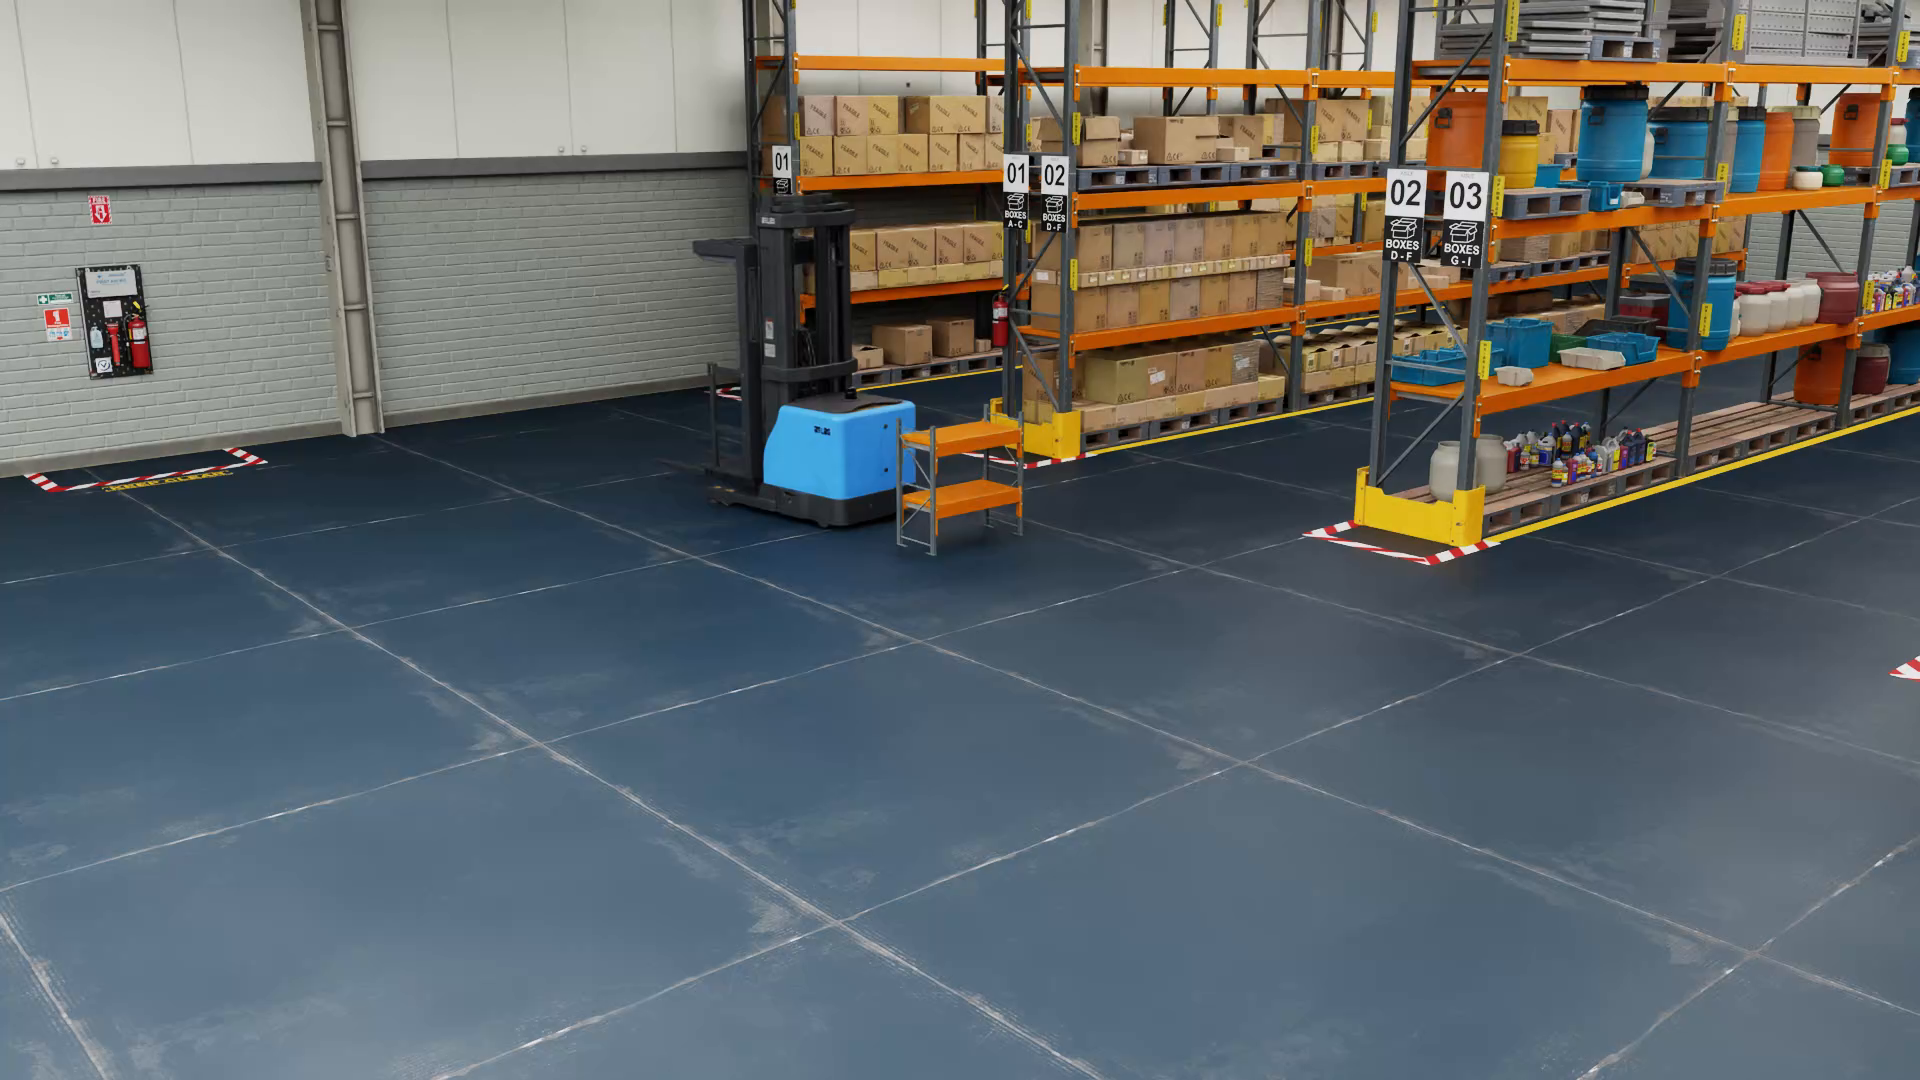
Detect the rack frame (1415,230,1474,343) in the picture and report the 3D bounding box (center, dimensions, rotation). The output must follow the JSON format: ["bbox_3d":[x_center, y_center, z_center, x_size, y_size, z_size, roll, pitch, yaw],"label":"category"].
[{"bbox_3d":[6.882,-3.822,23.248,0.127,3.000,1.000,-13,19,-39],"label":"rack frame"}]

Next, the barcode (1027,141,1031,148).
[{"bbox_3d":[0.758,-4.342,18.255,0.075,0.075,0.001,-13,19,-39],"label":"barcode"}]

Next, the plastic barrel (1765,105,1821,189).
[{"bbox_3d":[9.369,-4.452,18.821,0.600,0.901,0.600,0,15,0],"label":"plastic barrel"}]

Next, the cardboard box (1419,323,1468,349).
[{"bbox_3d":[6.649,-2.831,22.964,0.500,0.311,0.500,-12,19,-38],"label":"cardboard box"}]

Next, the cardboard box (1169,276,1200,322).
[{"bbox_3d":[2.374,-2.855,19.432,0.500,0.500,0.700,-12,19,-38],"label":"cardboard box"}]

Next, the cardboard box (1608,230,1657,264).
[{"bbox_3d":[10.463,-4.582,25.896,0.500,0.500,0.500,-12,19,-38],"label":"cardboard box"}]

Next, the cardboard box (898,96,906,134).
[{"bbox_3d":[-1.079,-5.803,22.678,0.500,0.500,0.500,-13,20,-39],"label":"cardboard box"}]

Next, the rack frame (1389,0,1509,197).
[{"bbox_3d":[4.096,-4.401,13.787,0.127,3.000,1.000,-13,19,-39],"label":"rack frame"}]

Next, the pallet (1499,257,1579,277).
[{"bbox_3d":[8.346,-4.060,24.509,1.213,0.211,1.003,-13,19,-39],"label":"pallet"}]

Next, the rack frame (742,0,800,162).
[{"bbox_3d":[-2.408,-6.329,21.008,0.127,3.000,1.000,-13,19,-39],"label":"rack frame"}]

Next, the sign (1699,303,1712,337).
[{"bbox_3d":[7.466,-2.205,16.655,0.005,0.325,0.100,-13,19,-39],"label":"sign"}]

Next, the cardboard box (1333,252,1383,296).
[{"bbox_3d":[5.230,-3.494,21.825,0.500,0.500,0.500,-13,19,-39],"label":"cardboard box"}]

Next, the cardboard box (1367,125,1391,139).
[{"bbox_3d":[7.339,-7.157,29.204,0.500,0.250,0.500,-13,20,-40],"label":"cardboard box"}]

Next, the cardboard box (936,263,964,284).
[{"bbox_3d":[-0.299,-3.735,23.174,0.500,0.250,0.500,-13,20,-40],"label":"cardboard box"}]

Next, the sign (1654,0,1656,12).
[{"bbox_3d":[10.268,-7.819,24.468,0.005,0.325,0.100,-13,19,-39],"label":"sign"}]

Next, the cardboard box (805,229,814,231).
[{"bbox_3d":[-1.805,-3.935,22.468,0.500,0.500,0.500,-12,19,-39],"label":"cardboard box"}]

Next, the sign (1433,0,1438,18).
[{"bbox_3d":[6.519,-7.314,22.732,0.005,0.325,0.100,-13,19,-39],"label":"sign"}]

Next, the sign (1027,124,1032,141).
[{"bbox_3d":[0.972,-5.703,23.474,0.005,0.325,0.100,-13,19,-39],"label":"sign"}]

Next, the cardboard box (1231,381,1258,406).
[{"bbox_3d":[3.275,-1.815,20.248,0.500,0.250,0.500,-13,19,-39],"label":"cardboard box"}]

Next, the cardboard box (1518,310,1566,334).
[{"bbox_3d":[8.576,-3.112,24.579,0.500,0.500,0.500,-14,20,-41],"label":"cardboard box"}]

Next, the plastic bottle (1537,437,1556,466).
[{"bbox_3d":[5.885,-0.892,16.702,0.135,0.276,0.152,-13,19,-39],"label":"plastic bottle"}]

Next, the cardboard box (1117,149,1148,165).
[{"bbox_3d":[1.850,-4.230,18.365,0.250,0.149,0.380,-13,19,-39],"label":"cardboard box"}]

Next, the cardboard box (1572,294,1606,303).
[{"bbox_3d":[10.143,-3.657,26.618,0.500,0.500,0.500,-13,19,-39],"label":"cardboard box"}]

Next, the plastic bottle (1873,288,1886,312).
[{"bbox_3d":[11.018,-2.886,19.983,0.135,0.276,0.152,-13,19,-39],"label":"plastic bottle"}]

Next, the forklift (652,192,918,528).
[{"bbox_3d":[-1.819,-1.826,15.905,3.031,2.935,1.130,14,20,41],"label":"forklift"}]

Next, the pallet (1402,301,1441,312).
[{"bbox_3d":[8.191,-4.438,30.955,1.213,0.211,1.003,-13,19,-39],"label":"pallet"}]

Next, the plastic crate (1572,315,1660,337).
[{"bbox_3d":[6.635,-2.086,16.867,0.504,0.338,0.767,-13,19,-39],"label":"plastic crate"}]

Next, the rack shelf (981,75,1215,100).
[{"bbox_3d":[2.119,-6.805,24.957,4.000,0.370,1.077,-13,19,-39],"label":"rack shelf"}]

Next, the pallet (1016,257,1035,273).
[{"bbox_3d":[1.282,-4.117,24.722,1.213,0.211,1.003,-13,19,-39],"label":"pallet"}]

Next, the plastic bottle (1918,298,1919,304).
[{"bbox_3d":[11.986,-3.092,20.737,0.133,0.283,0.061,-13,19,-39],"label":"plastic bottle"}]

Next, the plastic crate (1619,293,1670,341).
[{"bbox_3d":[7.278,-2.352,17.620,0.583,0.464,0.402,-13,19,-39],"label":"plastic crate"}]

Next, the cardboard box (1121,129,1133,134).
[{"bbox_3d":[2.589,-6.093,25.698,0.637,0.503,0.797,-9,18,-32],"label":"cardboard box"}]

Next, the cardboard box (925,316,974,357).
[{"bbox_3d":[-0.147,-2.930,23.897,0.500,0.500,0.500,14,21,43],"label":"cardboard box"}]

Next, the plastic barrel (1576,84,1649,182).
[{"bbox_3d":[6.292,-3.926,16.039,0.708,0.901,0.600,-13,19,-39],"label":"plastic barrel"}]

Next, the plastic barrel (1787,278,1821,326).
[{"bbox_3d":[9.495,-2.696,18.812,0.421,0.512,0.421,0,15,0],"label":"plastic barrel"}]

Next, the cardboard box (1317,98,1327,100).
[{"bbox_3d":[5.895,-7.413,28.376,0.500,0.250,0.500,-11,18,-35],"label":"cardboard box"}]

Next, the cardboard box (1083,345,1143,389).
[{"bbox_3d":[1.801,-2.025,19.580,0.500,0.500,0.500,-13,19,-39],"label":"cardboard box"}]

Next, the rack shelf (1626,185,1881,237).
[{"bbox_3d":[8.622,-3.620,18.072,4.000,0.370,1.077,-13,19,-39],"label":"rack shelf"}]

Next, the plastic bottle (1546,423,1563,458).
[{"bbox_3d":[6.090,-1.025,17.054,0.185,0.351,0.144,-14,20,-42],"label":"plastic bottle"}]

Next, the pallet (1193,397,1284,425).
[{"bbox_3d":[3.237,-1.671,20.597,1.213,0.211,1.003,-13,19,-39],"label":"pallet"}]

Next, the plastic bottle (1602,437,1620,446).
[{"bbox_3d":[6.556,-0.903,16.745,0.135,0.276,0.152,-13,19,-39],"label":"plastic bottle"}]

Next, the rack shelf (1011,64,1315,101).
[{"bbox_3d":[2.356,-5.164,18.813,4.000,0.370,1.077,-13,19,-39],"label":"rack shelf"}]

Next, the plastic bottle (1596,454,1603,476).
[{"bbox_3d":[6.232,-0.736,16.262,0.097,0.201,0.097,0,15,0],"label":"plastic bottle"}]

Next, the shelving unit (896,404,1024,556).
[{"bbox_3d":[0.005,-0.545,14.609,1.048,1.125,0.538,-13,19,-39],"label":"shelving unit"}]

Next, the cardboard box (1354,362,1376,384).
[{"bbox_3d":[5.107,-2.214,21.740,0.500,0.250,0.500,-13,20,-41],"label":"cardboard box"}]

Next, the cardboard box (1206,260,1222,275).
[{"bbox_3d":[2.841,-3.204,19.481,0.250,0.149,0.380,-12,19,-38],"label":"cardboard box"}]

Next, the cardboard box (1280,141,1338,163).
[{"bbox_3d":[4.336,-4.827,20.673,0.500,0.250,0.500,-10,18,-34],"label":"cardboard box"}]

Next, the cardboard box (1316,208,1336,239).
[{"bbox_3d":[6.084,-5.450,28.531,0.500,0.500,0.500,-12,19,-39],"label":"cardboard box"}]

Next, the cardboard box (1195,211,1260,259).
[{"bbox_3d":[3.154,-3.658,19.923,0.500,0.500,0.700,-13,20,-39],"label":"cardboard box"}]

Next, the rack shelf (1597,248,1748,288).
[{"bbox_3d":[11.408,-4.491,27.146,4.000,0.370,1.077,-13,19,-39],"label":"rack shelf"}]

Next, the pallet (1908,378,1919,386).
[{"bbox_3d":[12.539,-2.065,22.073,1.213,0.211,1.003,-13,19,-39],"label":"pallet"}]
